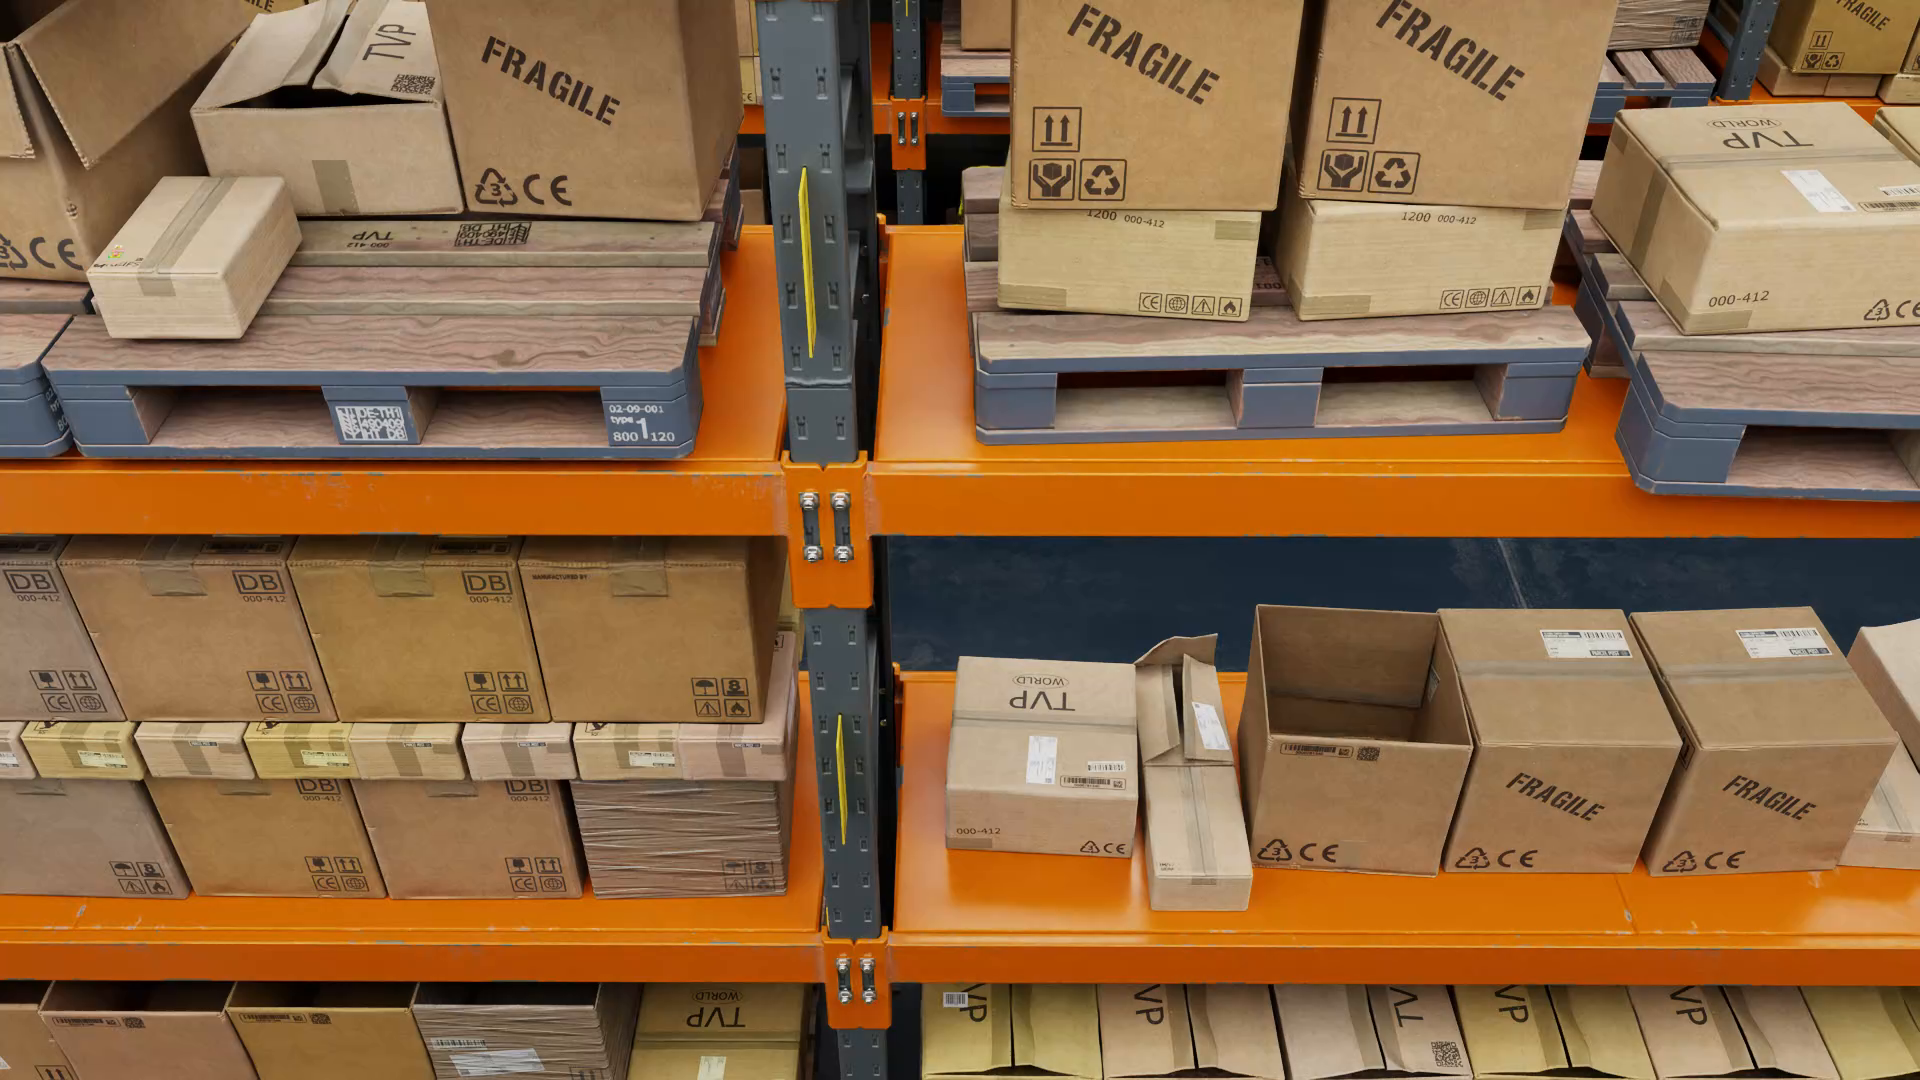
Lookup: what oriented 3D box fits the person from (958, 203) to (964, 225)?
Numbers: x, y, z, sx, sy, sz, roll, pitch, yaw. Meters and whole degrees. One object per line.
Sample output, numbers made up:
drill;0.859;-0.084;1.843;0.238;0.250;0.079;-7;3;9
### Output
person;0.099;-0.795;7.369;0.631;1.432;0.747;0;39;0
